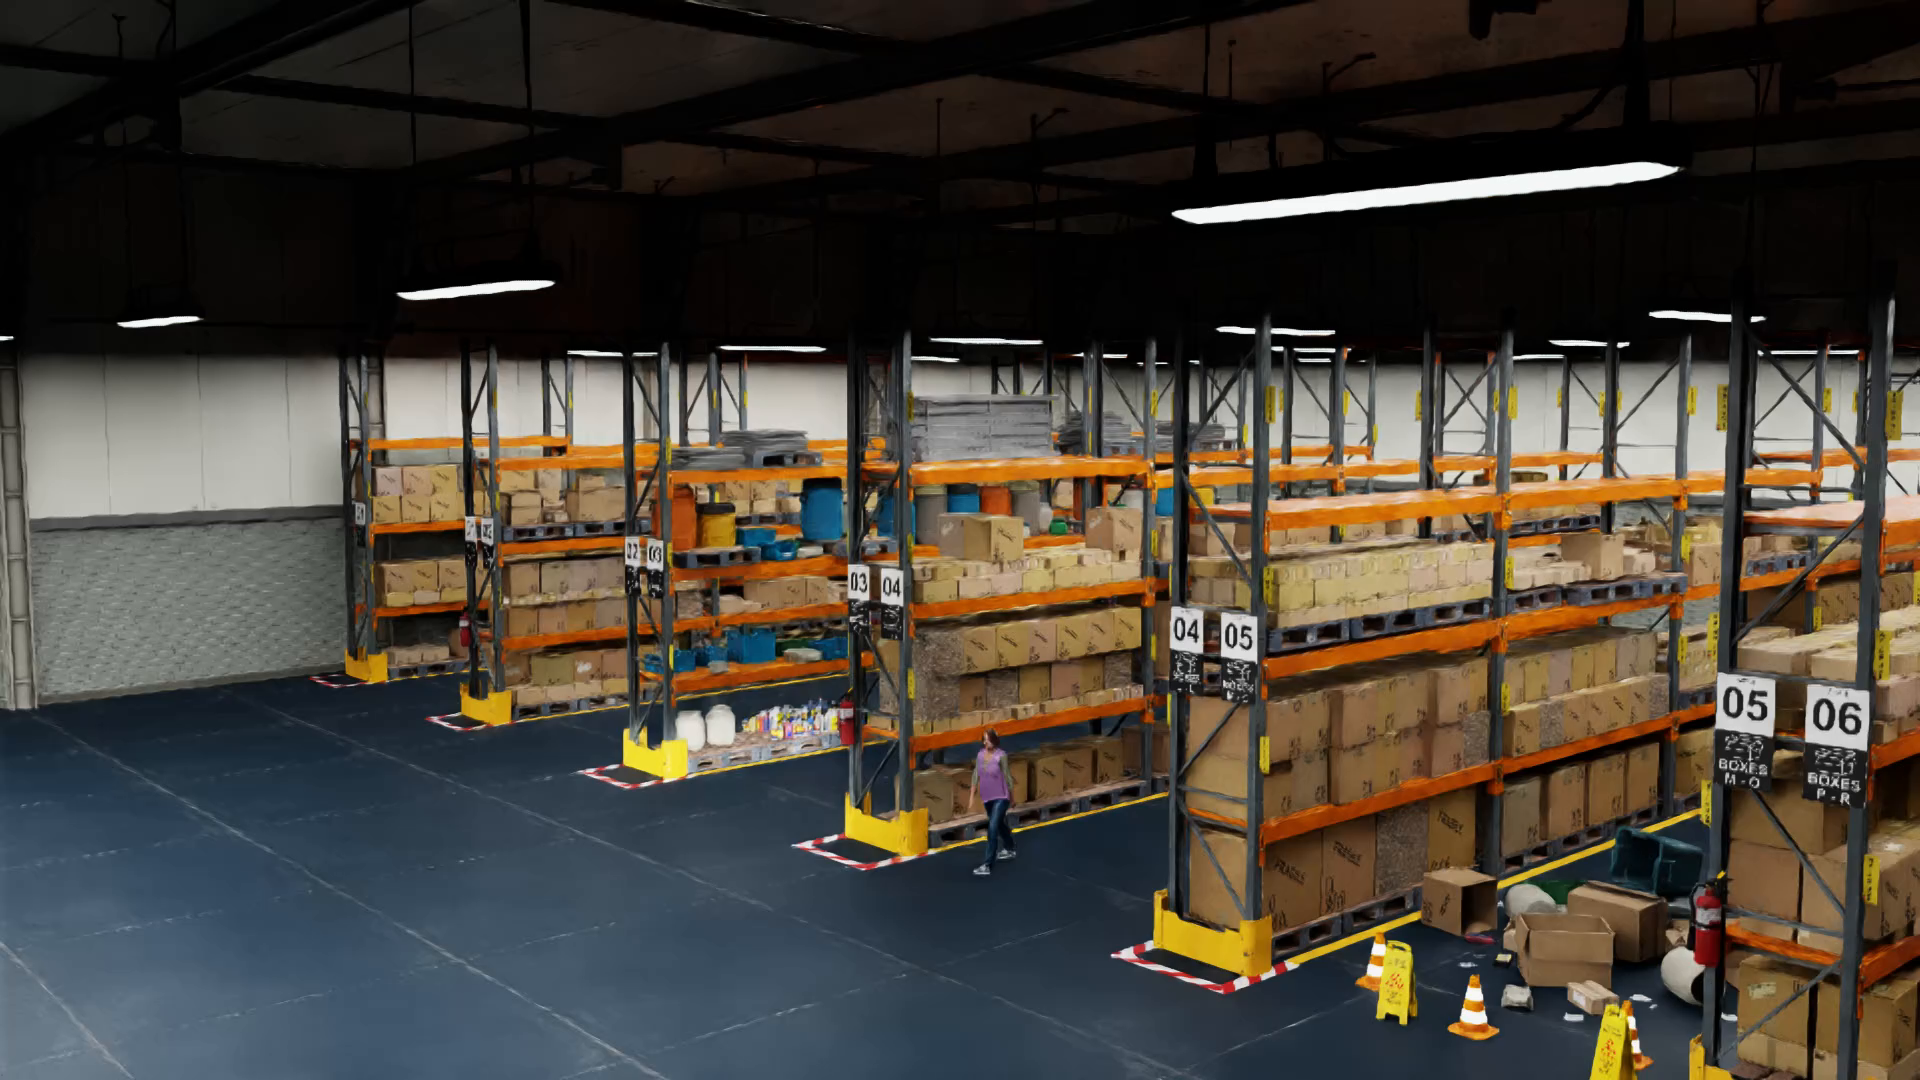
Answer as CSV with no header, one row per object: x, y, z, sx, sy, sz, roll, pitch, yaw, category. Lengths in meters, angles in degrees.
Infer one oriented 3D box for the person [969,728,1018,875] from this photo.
0.353,2.779,17.963,0.412,1.533,0.955,4,7,40,person

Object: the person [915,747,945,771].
-0.371,2.483,21.129,0.513,1.604,0.592,-5,7,-43,person
